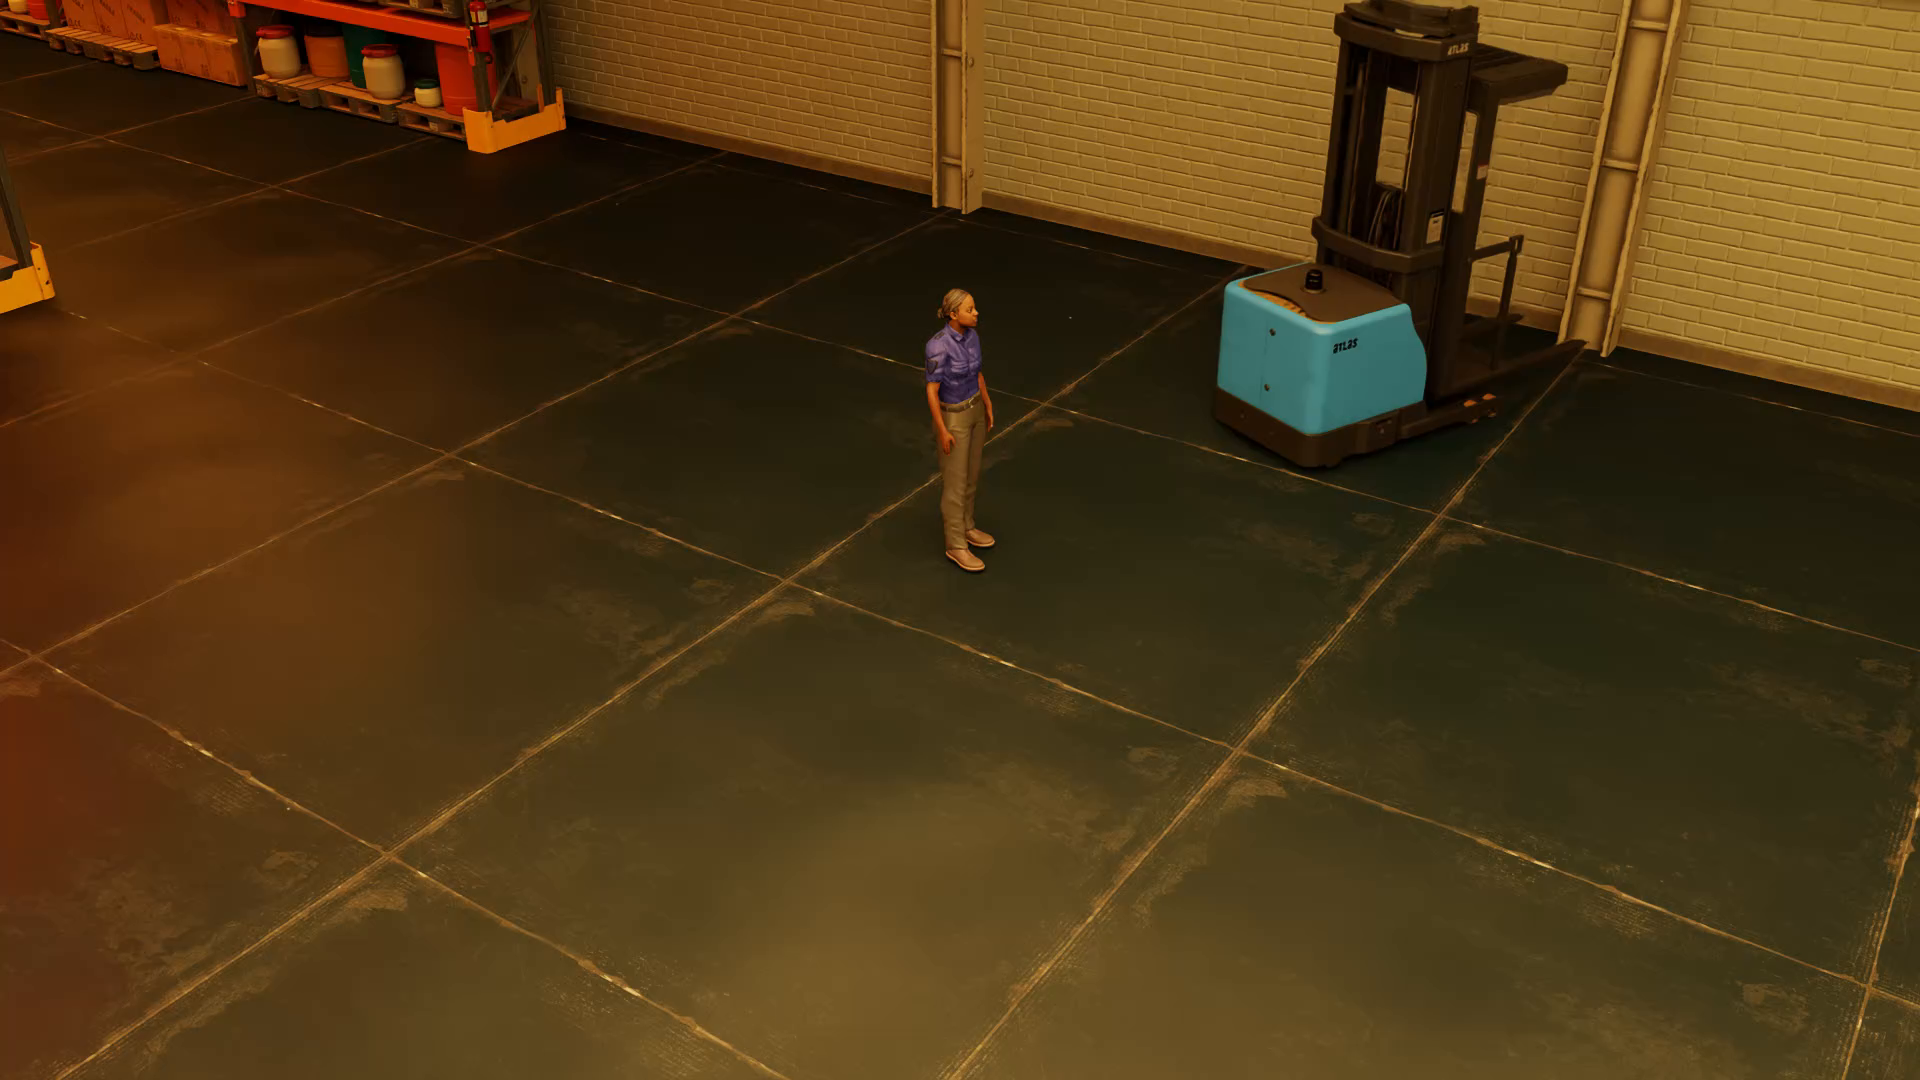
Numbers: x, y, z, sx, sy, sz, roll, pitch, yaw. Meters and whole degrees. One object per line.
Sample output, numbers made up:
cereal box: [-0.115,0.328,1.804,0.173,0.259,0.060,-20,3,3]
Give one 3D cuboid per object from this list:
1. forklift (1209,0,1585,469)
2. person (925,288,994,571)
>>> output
forklift: [3.297,-2.300,11.542,3.031,2.935,1.130,-18,35,-28]
person: [0.062,-0.689,10.024,0.503,1.656,0.569,19,35,29]
